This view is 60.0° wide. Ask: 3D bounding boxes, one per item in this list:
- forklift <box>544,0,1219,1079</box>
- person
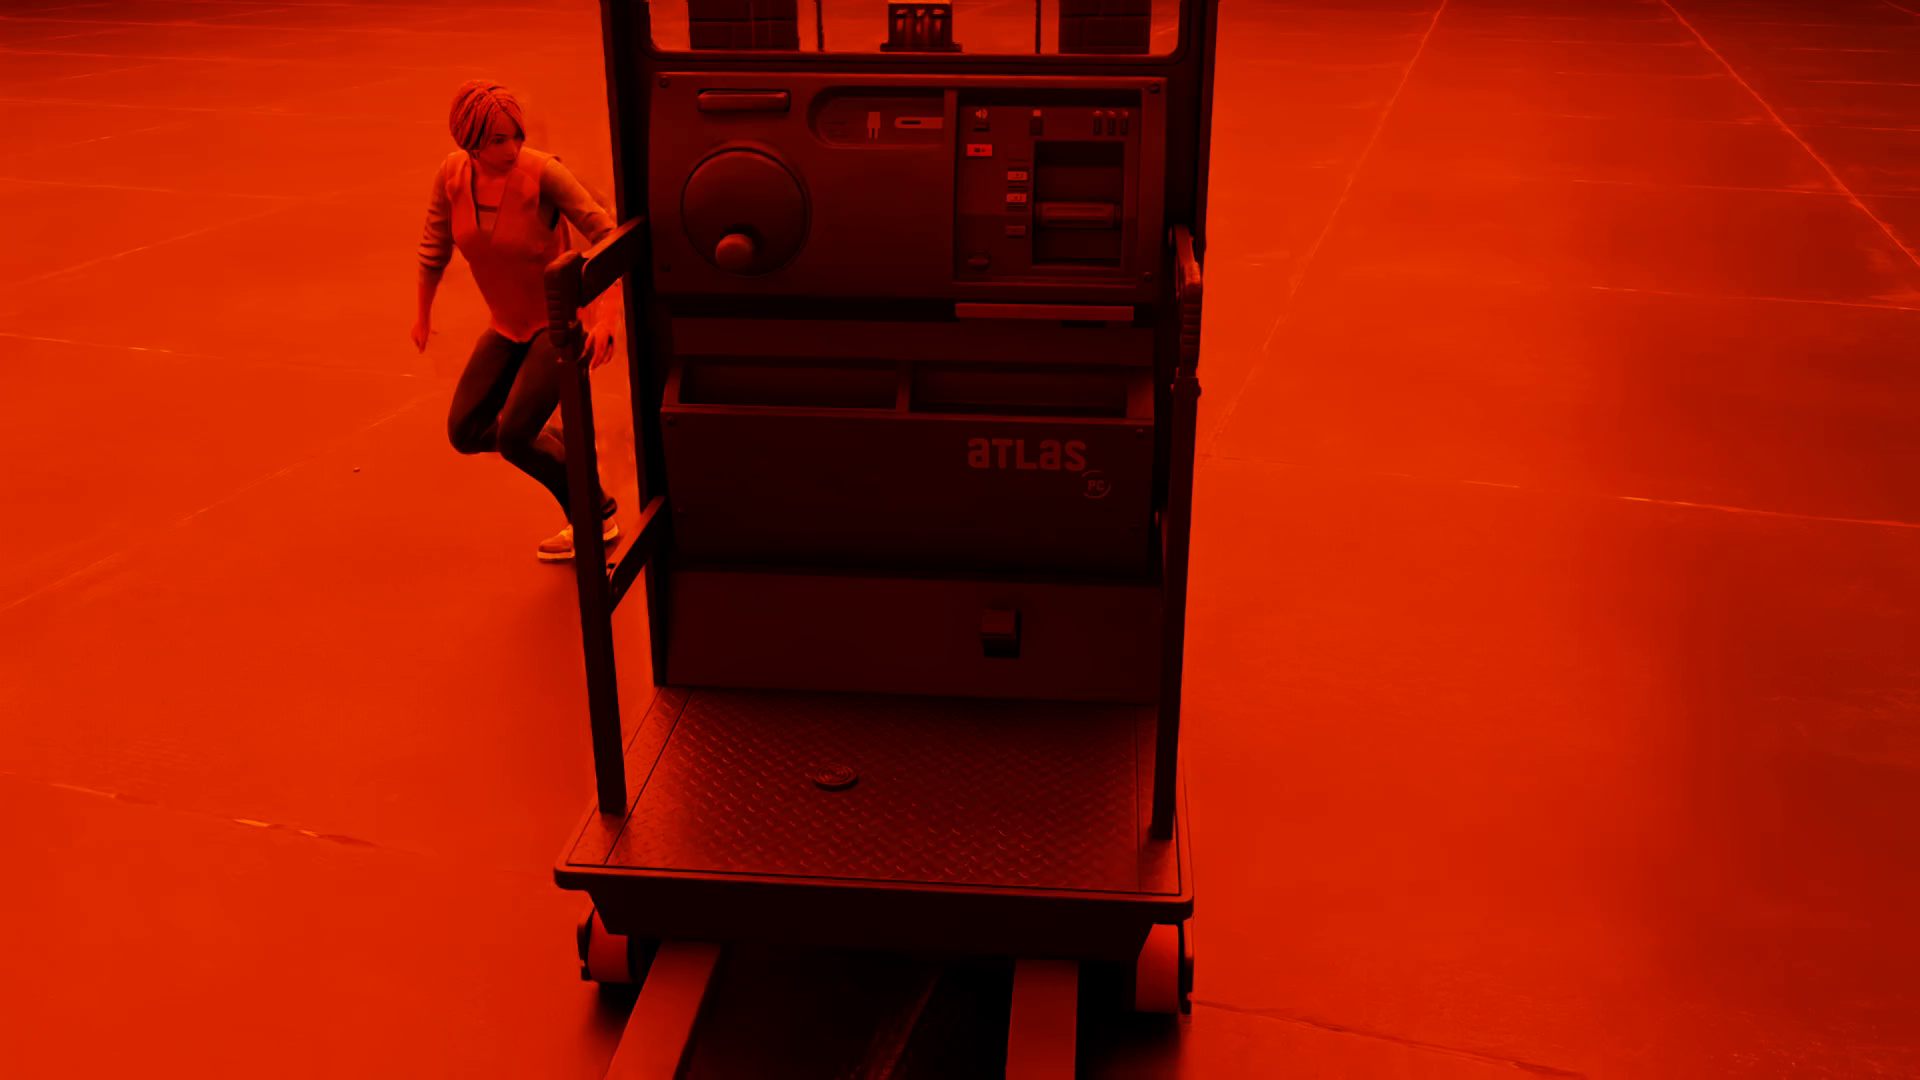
[{"bbox_3d":[-0.114,-0.625,2.795,1.130,2.935,3.031,2,23,5],"label":"forklift"},{"bbox_3d":[-1.270,-0.646,4.867,0.773,1.411,0.503,11,25,24],"label":"person"}]
